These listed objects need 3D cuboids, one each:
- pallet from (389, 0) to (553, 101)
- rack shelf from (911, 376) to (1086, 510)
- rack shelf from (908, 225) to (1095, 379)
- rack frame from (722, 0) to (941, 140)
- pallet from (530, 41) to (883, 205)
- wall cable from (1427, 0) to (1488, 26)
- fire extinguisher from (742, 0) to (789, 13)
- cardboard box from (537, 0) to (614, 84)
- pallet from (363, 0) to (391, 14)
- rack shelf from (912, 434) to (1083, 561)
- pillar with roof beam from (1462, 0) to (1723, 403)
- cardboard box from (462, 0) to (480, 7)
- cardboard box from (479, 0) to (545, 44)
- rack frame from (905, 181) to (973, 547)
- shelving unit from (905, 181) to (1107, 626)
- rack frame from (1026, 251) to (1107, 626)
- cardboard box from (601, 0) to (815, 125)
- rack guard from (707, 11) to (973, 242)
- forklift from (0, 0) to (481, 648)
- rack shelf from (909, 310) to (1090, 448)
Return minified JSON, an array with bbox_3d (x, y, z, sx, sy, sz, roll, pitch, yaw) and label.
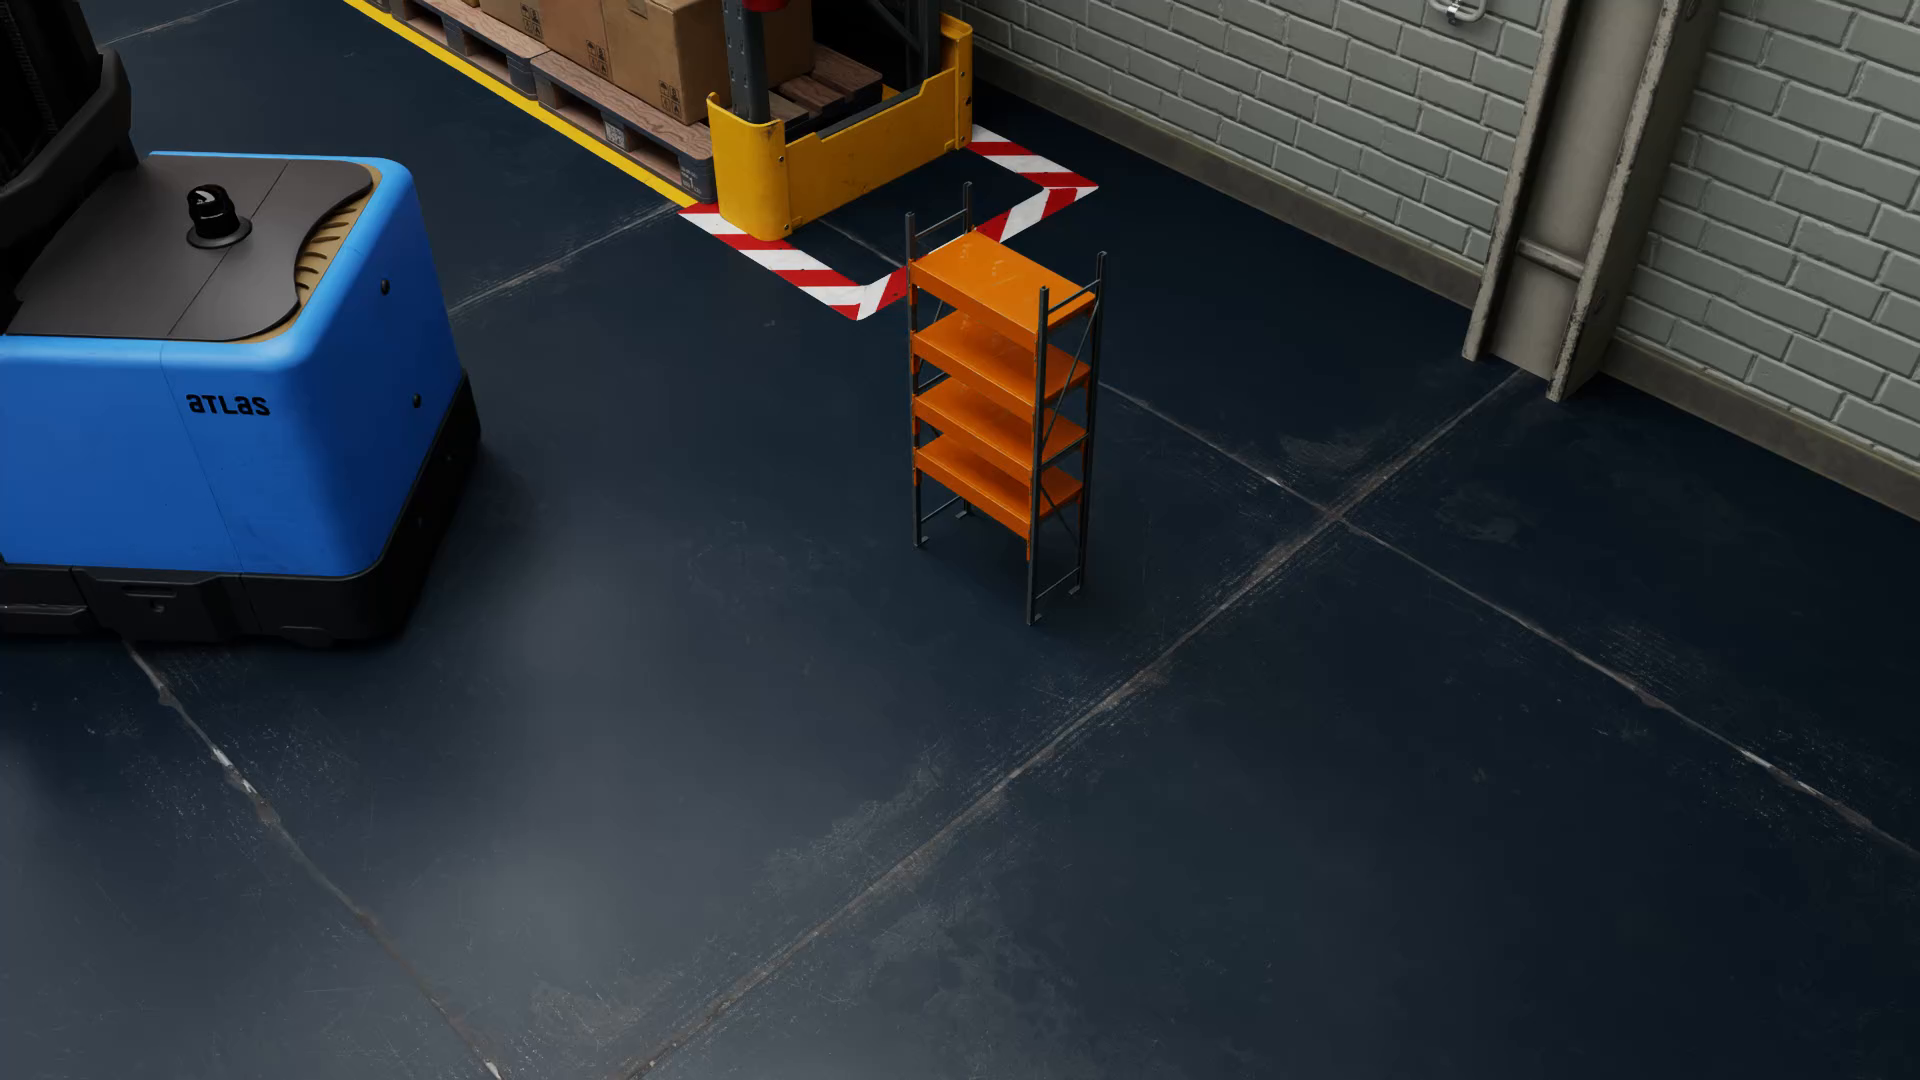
[{"bbox_3d":[-1.951,-2.535,7.838,1.003,0.211,1.213,-34,53,-31],"label":"pallet"},{"bbox_3d":[0.117,-0.312,4.802,0.258,0.148,0.480,-34,53,-31],"label":"rack shelf"},{"bbox_3d":[0.117,-0.650,4.490,0.258,0.148,0.480,-34,53,-31],"label":"rack shelf"},{"bbox_3d":[-0.474,-2.626,5.882,1.000,3.000,0.127,-34,53,-31],"label":"rack frame"},{"bbox_3d":[-1.094,-1.949,7.203,1.003,0.211,1.213,-34,53,-31],"label":"pallet"},{"bbox_3d":[1.100,-2.837,5.362,0.084,1.984,1.851,-34,53,-31],"label":"wall cable"},{"bbox_3d":[-0.694,-2.167,5.717,0.296,0.674,0.183,-34,53,-31],"label":"fire extinguisher"},{"bbox_3d":[-1.392,-2.391,7.160,0.500,0.500,0.700,34,53,31],"label":"cardboard box"},{"bbox_3d":[-2.817,-3.121,8.472,1.003,0.211,1.213,-34,53,-31],"label":"pallet"},{"bbox_3d":[0.117,-0.166,4.937,0.258,0.148,0.480,-34,53,-31],"label":"rack shelf"},{"bbox_3d":[-1.003,-1.883,0.657,9.100,9.000,0.400,-34,53,-31],"label":"pillar with roof beam"},{"bbox_3d":[-2.130,-2.885,7.694,0.700,0.500,0.500,-33,52,-30],"label":"cardboard box"},{"bbox_3d":[-1.748,-2.632,7.421,0.500,0.500,0.700,32,52,30],"label":"cardboard box"},{"bbox_3d":[-0.055,-0.478,4.884,0.240,1.200,0.015,-34,53,-31],"label":"rack frame"},{"bbox_3d":[0.117,-0.361,4.757,0.258,1.200,0.503,-34,53,-31],"label":"shelving unit"},{"bbox_3d":[0.289,-0.244,4.630,0.240,1.200,0.015,-34,53,-31],"label":"rack frame"},{"bbox_3d":[-1.039,-2.151,6.900,0.700,0.500,0.500,-34,53,-31],"label":"cardboard box"},{"bbox_3d":[-0.457,-1.696,6.718,1.175,0.500,0.348,-34,53,-31],"label":"rack guard"},{"bbox_3d":[-3.129,-1.147,4.331,3.031,2.935,1.130,2,43,3],"label":"forklift"},{"bbox_3d":[0.117,-0.476,4.651,0.258,0.148,0.480,-34,53,-31],"label":"rack shelf"}]
